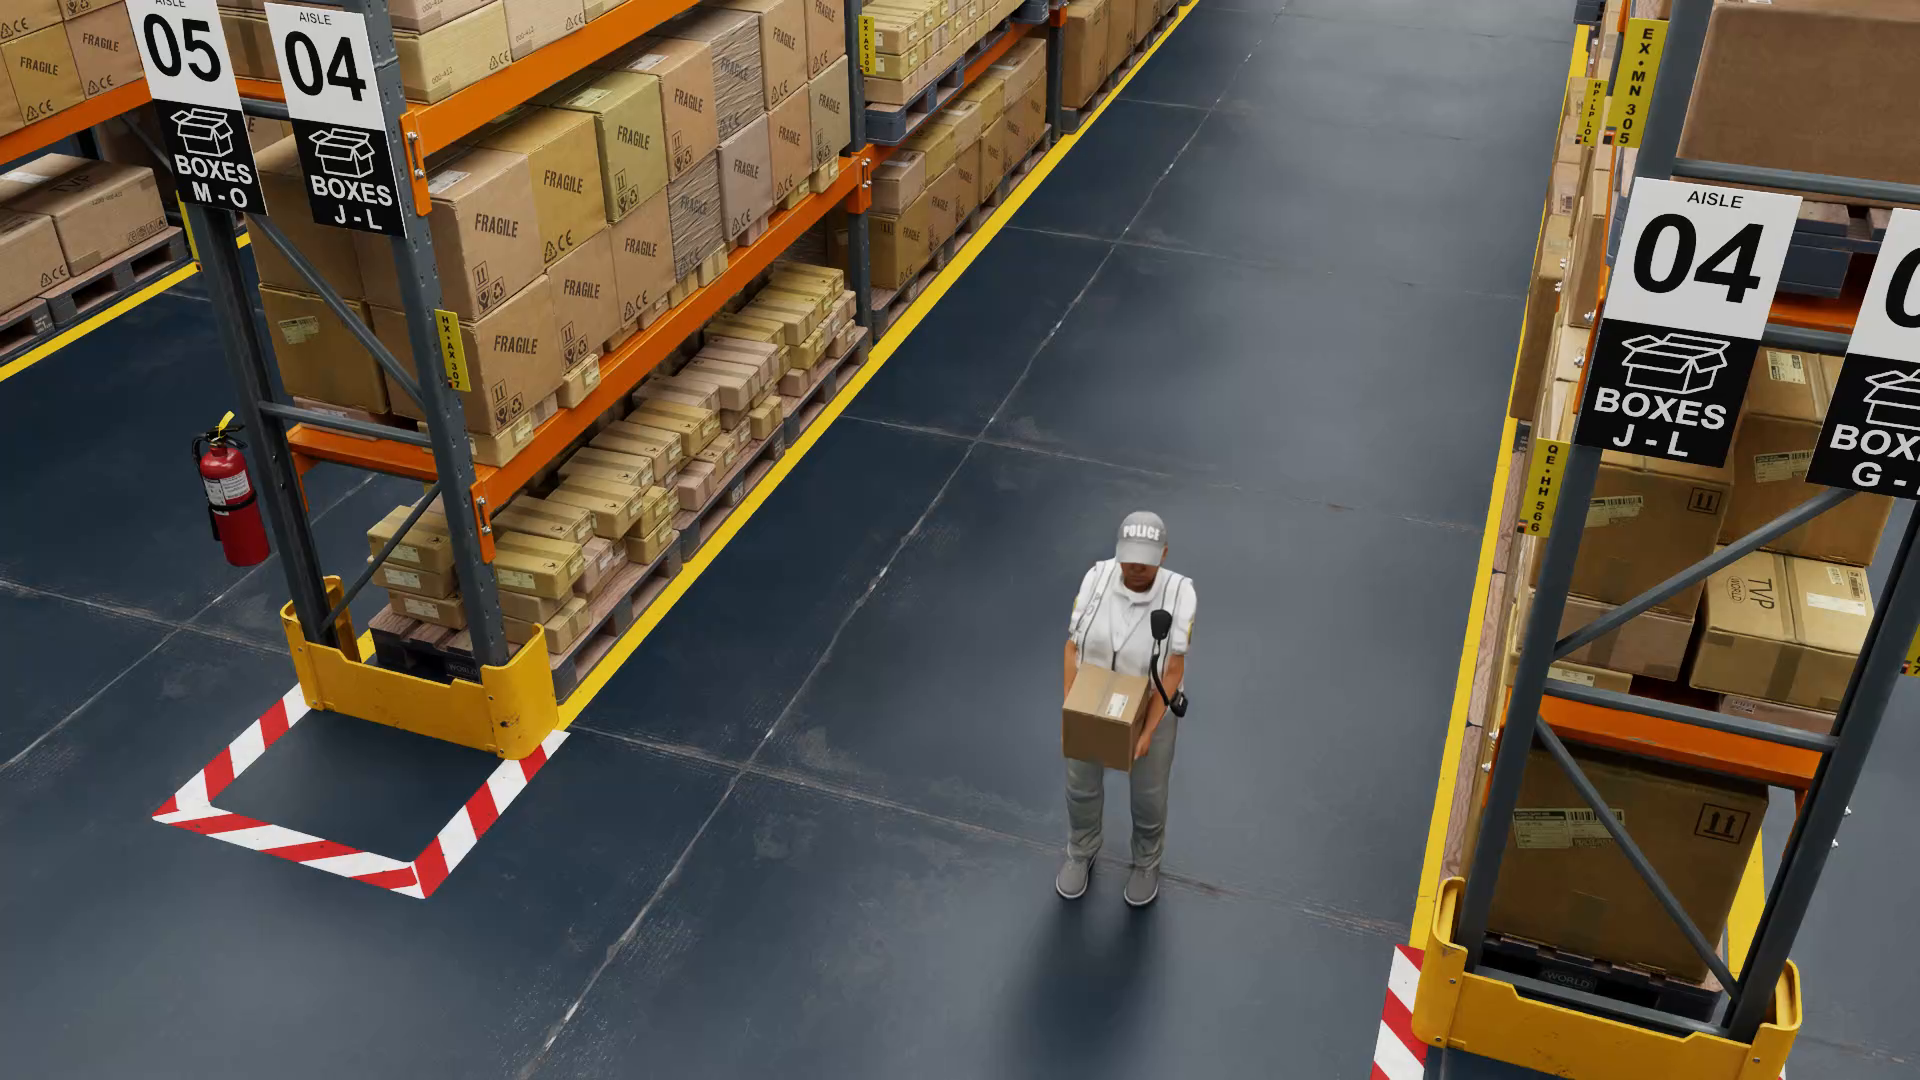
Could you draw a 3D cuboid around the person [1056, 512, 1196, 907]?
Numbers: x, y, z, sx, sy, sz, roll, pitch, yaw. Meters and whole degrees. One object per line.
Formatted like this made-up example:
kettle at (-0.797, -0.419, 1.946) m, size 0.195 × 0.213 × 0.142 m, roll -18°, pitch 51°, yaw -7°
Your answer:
person at (0.592, 0.662, 6.146) m, size 0.453 × 1.660 × 0.543 m, roll 12°, pitch 35°, yaw 17°
